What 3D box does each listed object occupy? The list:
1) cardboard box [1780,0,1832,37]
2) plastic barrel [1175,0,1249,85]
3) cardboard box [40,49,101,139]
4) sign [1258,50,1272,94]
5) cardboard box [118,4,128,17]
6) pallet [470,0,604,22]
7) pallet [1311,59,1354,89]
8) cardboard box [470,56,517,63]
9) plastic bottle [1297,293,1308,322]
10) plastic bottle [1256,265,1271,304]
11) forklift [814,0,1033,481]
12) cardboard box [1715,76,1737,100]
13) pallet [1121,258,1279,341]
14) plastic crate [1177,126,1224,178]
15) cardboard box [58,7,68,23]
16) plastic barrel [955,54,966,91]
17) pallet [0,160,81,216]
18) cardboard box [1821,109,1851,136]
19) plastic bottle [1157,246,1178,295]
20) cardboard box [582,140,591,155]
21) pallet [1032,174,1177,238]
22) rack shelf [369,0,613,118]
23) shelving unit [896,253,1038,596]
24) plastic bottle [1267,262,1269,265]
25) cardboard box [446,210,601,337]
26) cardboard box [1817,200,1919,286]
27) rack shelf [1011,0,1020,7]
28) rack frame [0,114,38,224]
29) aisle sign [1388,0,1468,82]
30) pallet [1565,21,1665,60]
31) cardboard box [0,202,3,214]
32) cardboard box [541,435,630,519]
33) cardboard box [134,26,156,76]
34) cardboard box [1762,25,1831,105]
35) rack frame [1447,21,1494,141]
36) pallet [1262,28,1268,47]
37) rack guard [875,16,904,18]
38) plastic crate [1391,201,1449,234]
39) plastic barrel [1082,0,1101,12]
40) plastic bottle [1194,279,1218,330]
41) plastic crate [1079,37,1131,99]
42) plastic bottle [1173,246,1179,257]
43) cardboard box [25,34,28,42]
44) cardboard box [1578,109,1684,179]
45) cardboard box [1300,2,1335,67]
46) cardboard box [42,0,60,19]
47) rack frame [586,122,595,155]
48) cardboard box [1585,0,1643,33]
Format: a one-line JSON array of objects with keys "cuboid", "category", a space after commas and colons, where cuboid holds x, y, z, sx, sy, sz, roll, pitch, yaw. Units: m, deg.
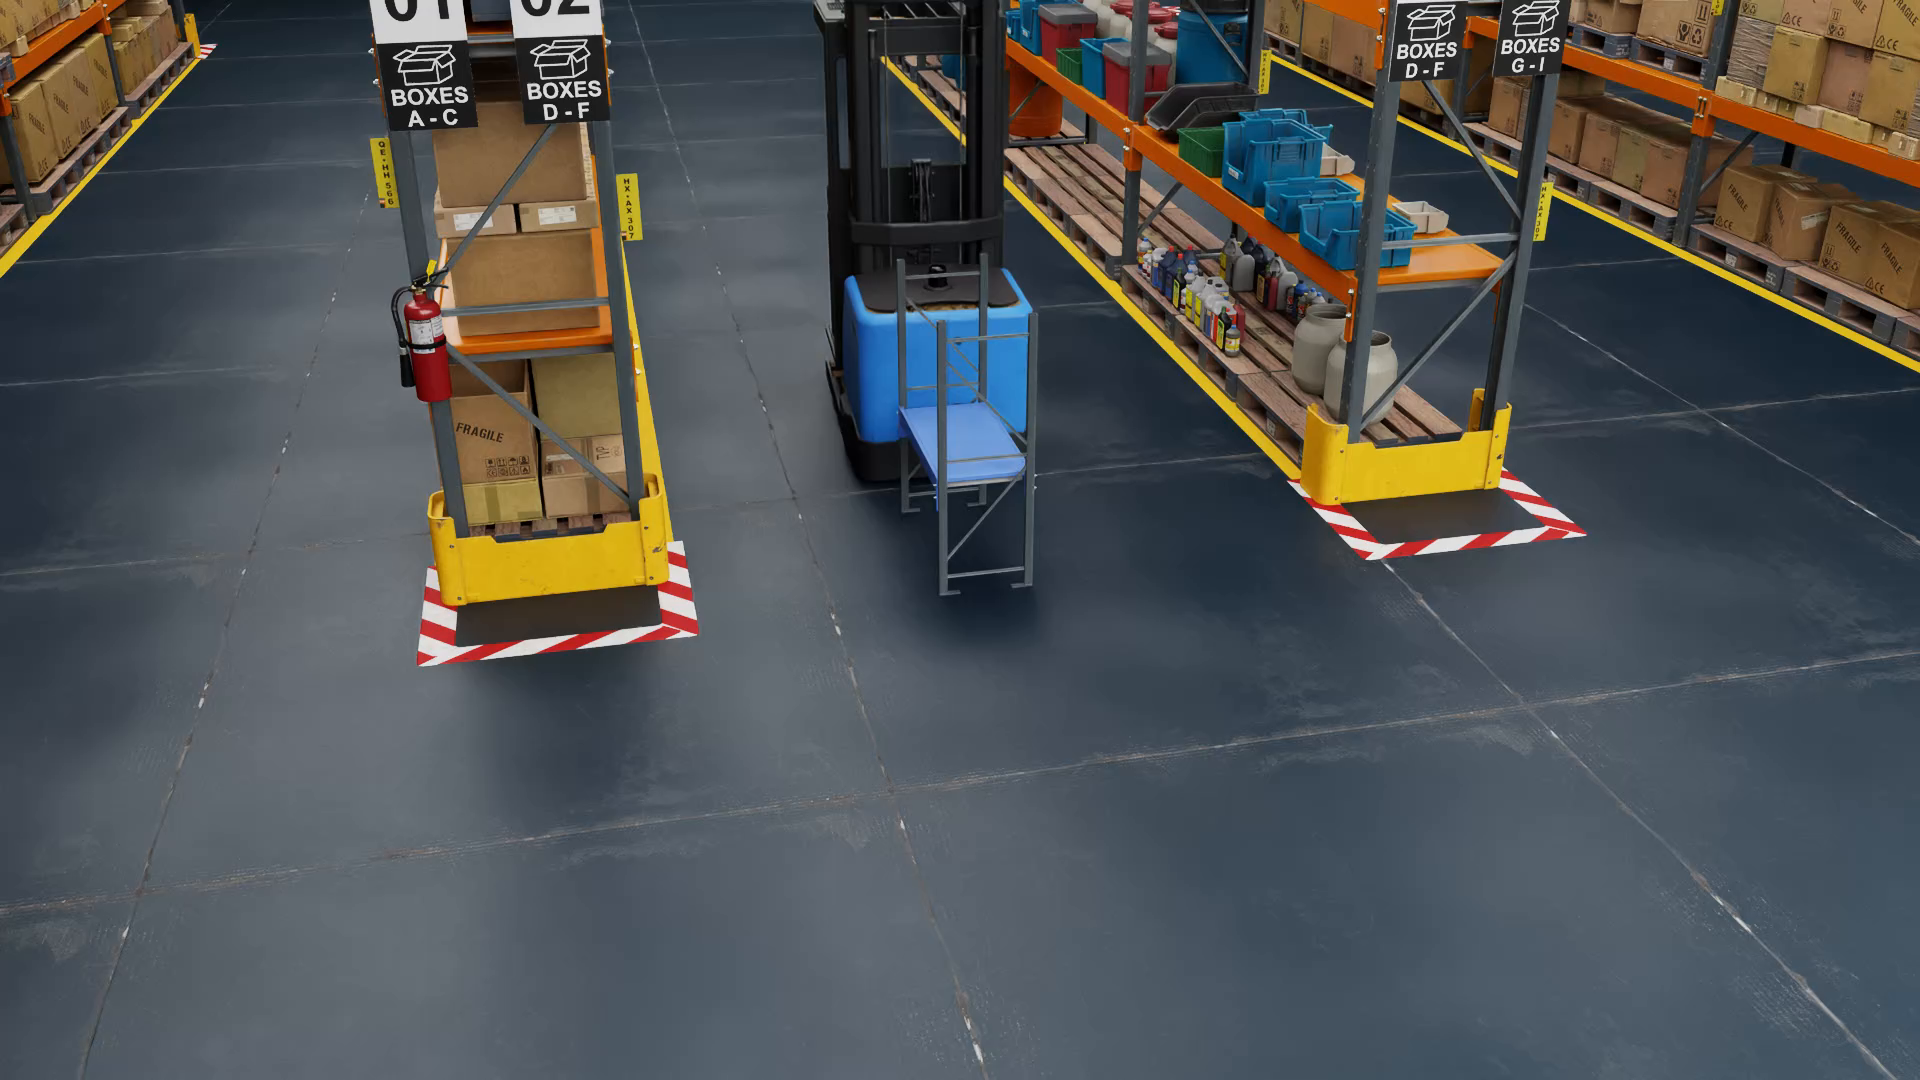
[{"cuboid": [6.572, -4.080, 12.454, 0.500, 0.500, 0.500, -6, 27, -12], "category": "cardboard box"}, {"cuboid": [1.987, -3.820, 12.933, 0.600, 0.901, 0.708, -6, 27, -12], "category": "plastic barrel"}, {"cuboid": [-9.200, -4.468, 16.692, 0.750, 0.750, 0.750, -5, 27, -10], "category": "cardboard box"}, {"cuboid": [2.317, -3.571, 12.688, 0.100, 0.325, 0.005, -6, 27, -12], "category": "sign"}, {"cuboid": [-10.375, -6.424, 20.237, 0.380, 0.149, 0.250, -6, 27, -11], "category": "cardboard box"}, {"cuboid": [-2.281, -2.751, 8.141, 1.003, 0.211, 1.213, -6, 27, -12], "category": "pallet"}, {"cuboid": [5.049, -5.835, 20.576, 1.003, 0.211, 1.213, -6, 27, -12], "category": "pallet"}, {"cuboid": [-2.490, -2.443, 9.211, 0.700, 0.500, 0.500, -6, 27, -11], "category": "cardboard box"}, {"cuboid": [2.453, -1.653, 11.813, 0.097, 0.201, 0.097, 0, 27, 0], "category": "plastic bottle"}, {"cuboid": [2.227, -1.879, 12.169, 0.061, 0.283, 0.133, -6, 27, -12], "category": "plastic bottle"}, {"cuboid": [-0.310, -2.297, 10.548, 1.130, 2.935, 3.031, -4, 27, -8], "category": "forklift"}, {"cuboid": [6.360, -3.662, 13.455, 0.380, 0.149, 0.250, -6, 27, -12], "category": "cardboard box"}, {"cuboid": [1.889, -1.852, 12.685, 1.003, 0.211, 1.213, -6, 27, -12], "category": "pallet"}, {"cuboid": [1.810, -2.677, 11.460, 0.450, 0.188, 0.662, -6, 27, -12], "category": "plastic crate"}, {"cuboid": [-9.123, -5.228, 16.536, 0.380, 0.149, 0.250, -6, 27, -12], "category": "cardboard box"}, {"cuboid": [0.241, -5.607, 18.893, 0.600, 0.901, 0.708, -6, 27, -12], "category": "plastic barrel"}, {"cuboid": [-8.879, -3.255, 15.464, 1.003, 0.211, 1.213, -6, 27, -12], "category": "pallet"}, {"cuboid": [6.665, -3.116, 12.373, 0.380, 0.149, 0.250, -6, 27, -12], "category": "cardboard box"}, {"cuboid": [1.556, -2.013, 12.362, 0.144, 0.351, 0.185, -5, 27, -10], "category": "plastic bottle"}, {"cuboid": [-2.259, -2.120, 9.291, 0.380, 0.149, 0.250, -7, 28, -13], "category": "cardboard box"}, {"cuboid": [1.285, -3.029, 15.016, 1.003, 0.211, 1.213, -6, 27, -12], "category": "pallet"}, {"cuboid": [-2.597, -3.035, 9.403, 1.077, 0.370, 4.000, -6, 27, -12], "category": "rack shelf"}, {"cuboid": [0.019, -0.632, 8.838, 0.538, 1.500, 1.048, -6, 27, -12], "category": "shelving unit"}, {"cuboid": [2.325, -1.975, 12.360, 0.061, 0.283, 0.133, -4, 27, -8], "category": "plastic bottle"}, {"cuboid": [-2.239, -1.390, 8.563, 0.700, 0.500, 0.500, -6, 27, -12], "category": "cardboard box"}, {"cuboid": [7.008, -2.276, 12.738, 0.500, 0.500, 0.500, -8, 28, -16], "category": "cardboard box"}, {"cuboid": [0.427, -5.709, 18.030, 1.077, 0.370, 4.000, -6, 27, -12], "category": "rack shelf"}, {"cuboid": [-8.775, -4.146, 14.135, 1.000, 3.000, 0.127, -6, 27, -12], "category": "rack frame"}, {"cuboid": [2.407, -2.739, 8.462, 0.394, 0.787, 0.004, -6, 27, -12], "category": "aisle sign"}, {"cuboid": [6.189, -4.704, 15.455, 1.003, 0.211, 1.213, -6, 27, -12], "category": "pallet"}, {"cuboid": [-8.562, -2.916, 13.984, 0.700, 0.500, 0.500, -6, 27, -11], "category": "cardboard box"}, {"cuboid": [-2.051, -0.357, 9.213, 0.500, 0.250, 0.500, -6, 27, -12], "category": "cardboard box"}, {"cuboid": [-9.969, -5.759, 19.639, 0.700, 0.500, 0.500, -5, 27, -10], "category": "cardboard box"}, {"cuboid": [6.724, -3.650, 12.710, 0.875, 0.500, 0.500, -6, 27, -12], "category": "cardboard box"}, {"cuboid": [5.703, -5.655, 17.125, 1.000, 3.000, 0.127, -6, 27, -12], "category": "rack frame"}, {"cuboid": [4.428, -7.045, 22.973, 1.003, 0.211, 1.213, -6, 27, -12], "category": "pallet"}, {"cuboid": [-0.944, -7.557, 23.668, 1.175, 0.500, 0.348, -6, 27, -12], "category": "rack guard"}, {"cuboid": [2.792, -1.948, 10.073, 0.298, 0.136, 0.250, -6, 27, -12], "category": "plastic crate"}, {"cuboid": [1.317, -4.772, 15.251, 0.421, 0.512, 0.421, 0, 27, 0], "category": "plastic barrel"}, {"cuboid": [1.737, -1.662, 11.666, 0.144, 0.351, 0.185, -5, 27, -9], "category": "plastic bottle"}, {"cuboid": [1.227, -3.842, 13.550, 0.392, 0.384, 0.575, -6, 27, -12], "category": "plastic crate"}, {"cuboid": [1.627, -2.067, 12.543, 0.061, 0.283, 0.133, -6, 27, -12], "category": "plastic bottle"}, {"cuboid": [-8.893, -4.659, 15.407, 0.380, 0.149, 0.250, -5, 27, -10], "category": "cardboard box"}, {"cuboid": [6.271, -3.708, 15.553, 0.700, 0.500, 0.500, -8, 28, -16], "category": "cardboard box"}, {"cuboid": [4.965, -6.371, 20.435, 1.225, 0.875, 0.875, -6, 27, -11], "category": "cardboard box"}, {"cuboid": [-8.980, -5.248, 15.856, 0.500, 0.500, 0.500, -5, 27, -10], "category": "cardboard box"}, {"cuboid": [-3.048, -2.895, 11.656, 1.000, 3.000, 0.127, -6, 27, -12], "category": "rack frame"}, {"cuboid": [6.124, -4.884, 15.017, 0.797, 0.503, 0.637, -3, 27, -6], "category": "cardboard box"}]
